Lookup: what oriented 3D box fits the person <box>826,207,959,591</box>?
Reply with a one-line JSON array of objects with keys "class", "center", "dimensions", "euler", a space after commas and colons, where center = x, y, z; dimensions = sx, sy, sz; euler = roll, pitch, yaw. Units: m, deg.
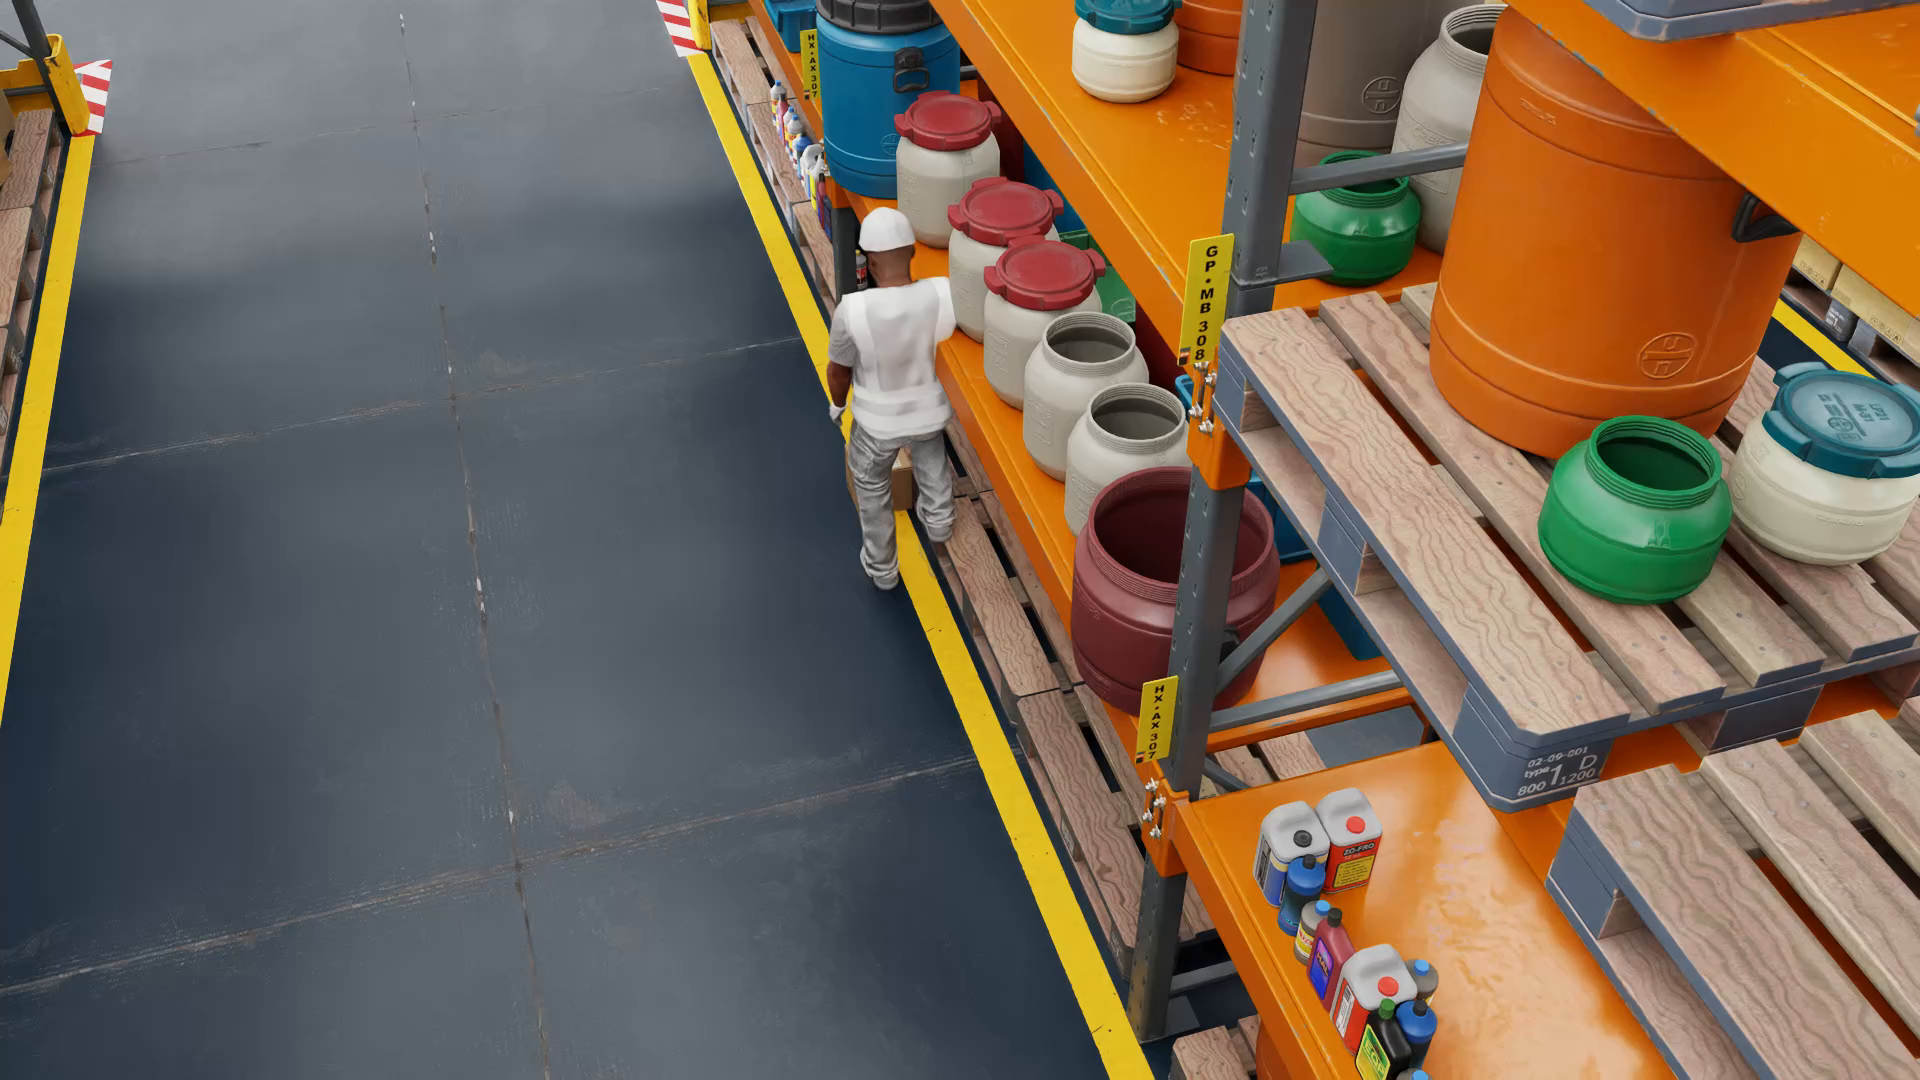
[{"class": "person", "center": [-0.272, -0.573, 6.803], "dimensions": [0.559, 1.759, 0.506], "euler": [-11, 43, -12]}]
